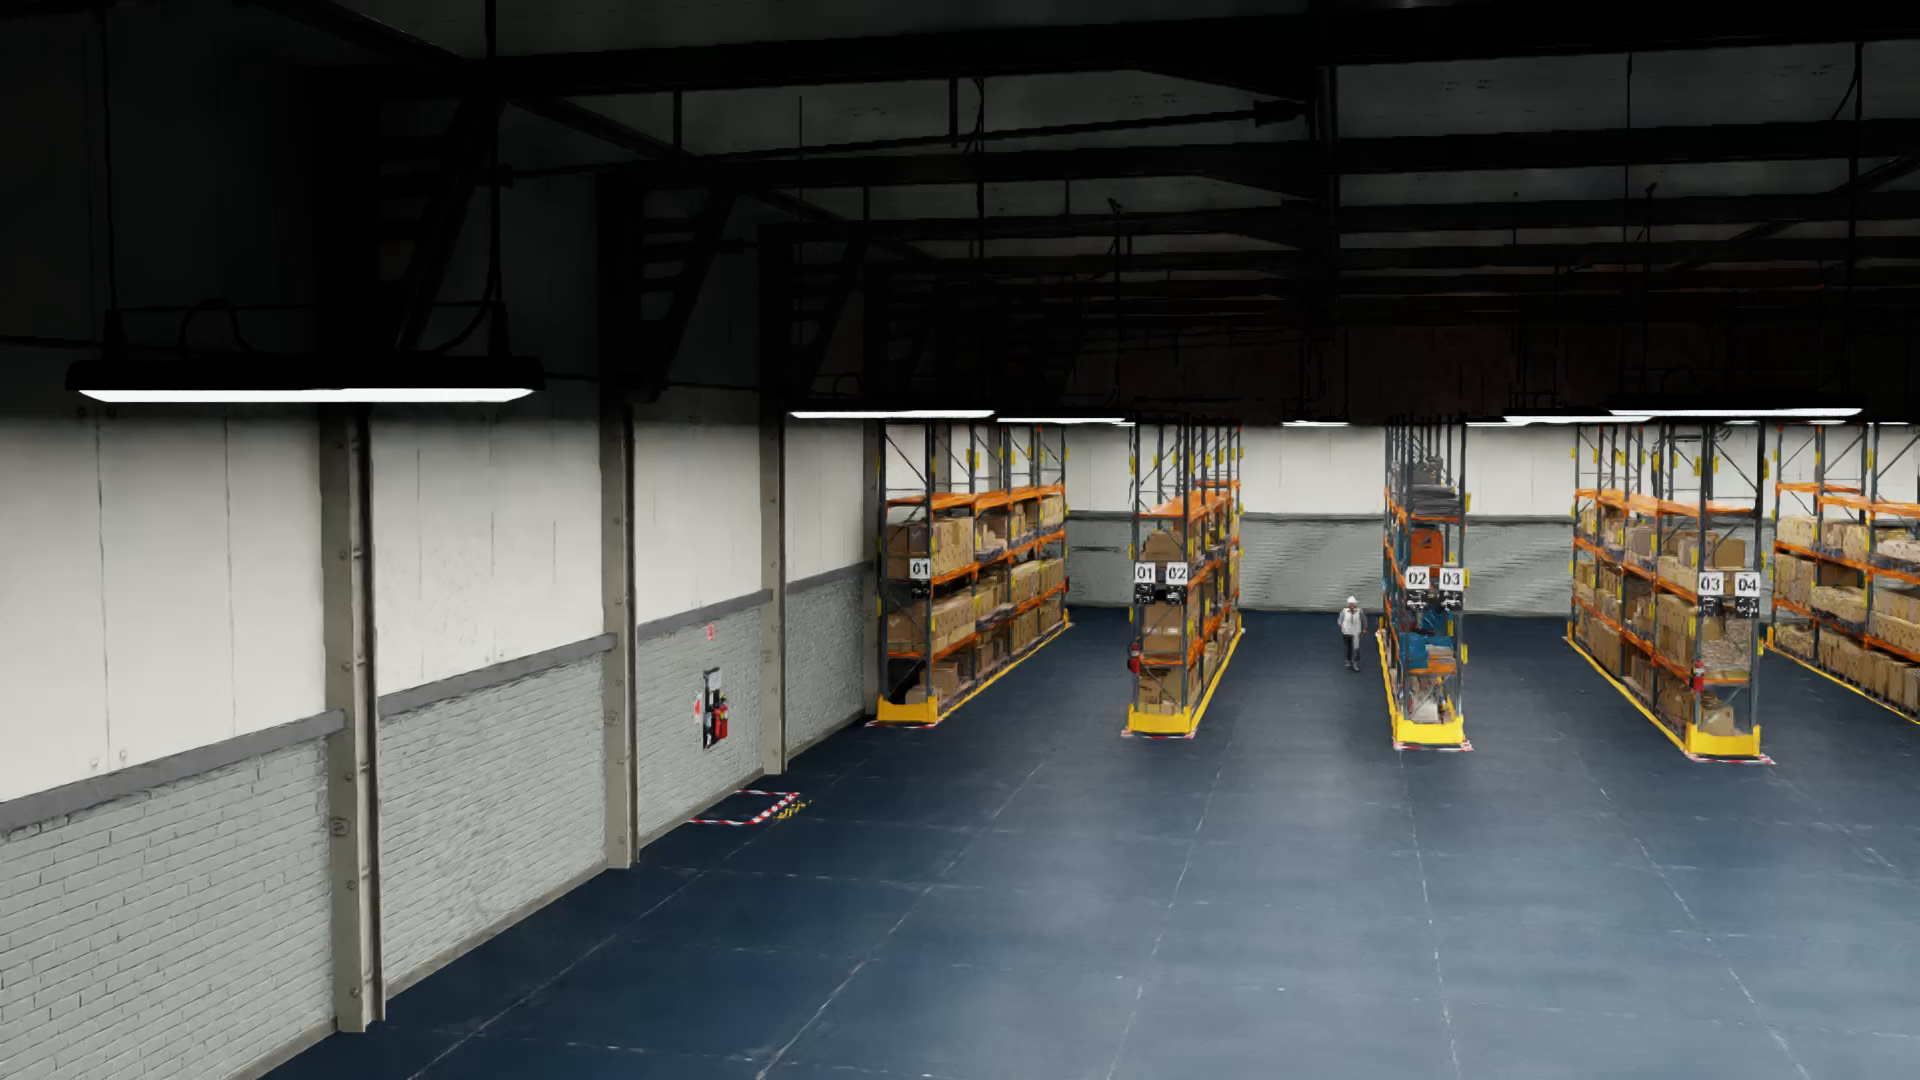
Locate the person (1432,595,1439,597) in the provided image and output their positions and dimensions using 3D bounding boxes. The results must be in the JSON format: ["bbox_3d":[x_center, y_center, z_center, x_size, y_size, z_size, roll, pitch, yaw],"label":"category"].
[{"bbox_3d":[12.678,1.805,44.735,0.403,1.767,0.690,3,5,40],"label":"person"}]

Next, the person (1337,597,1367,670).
[{"bbox_3d":[9.325,2.192,39.565,0.680,1.709,0.866,1,4,18],"label":"person"}]
